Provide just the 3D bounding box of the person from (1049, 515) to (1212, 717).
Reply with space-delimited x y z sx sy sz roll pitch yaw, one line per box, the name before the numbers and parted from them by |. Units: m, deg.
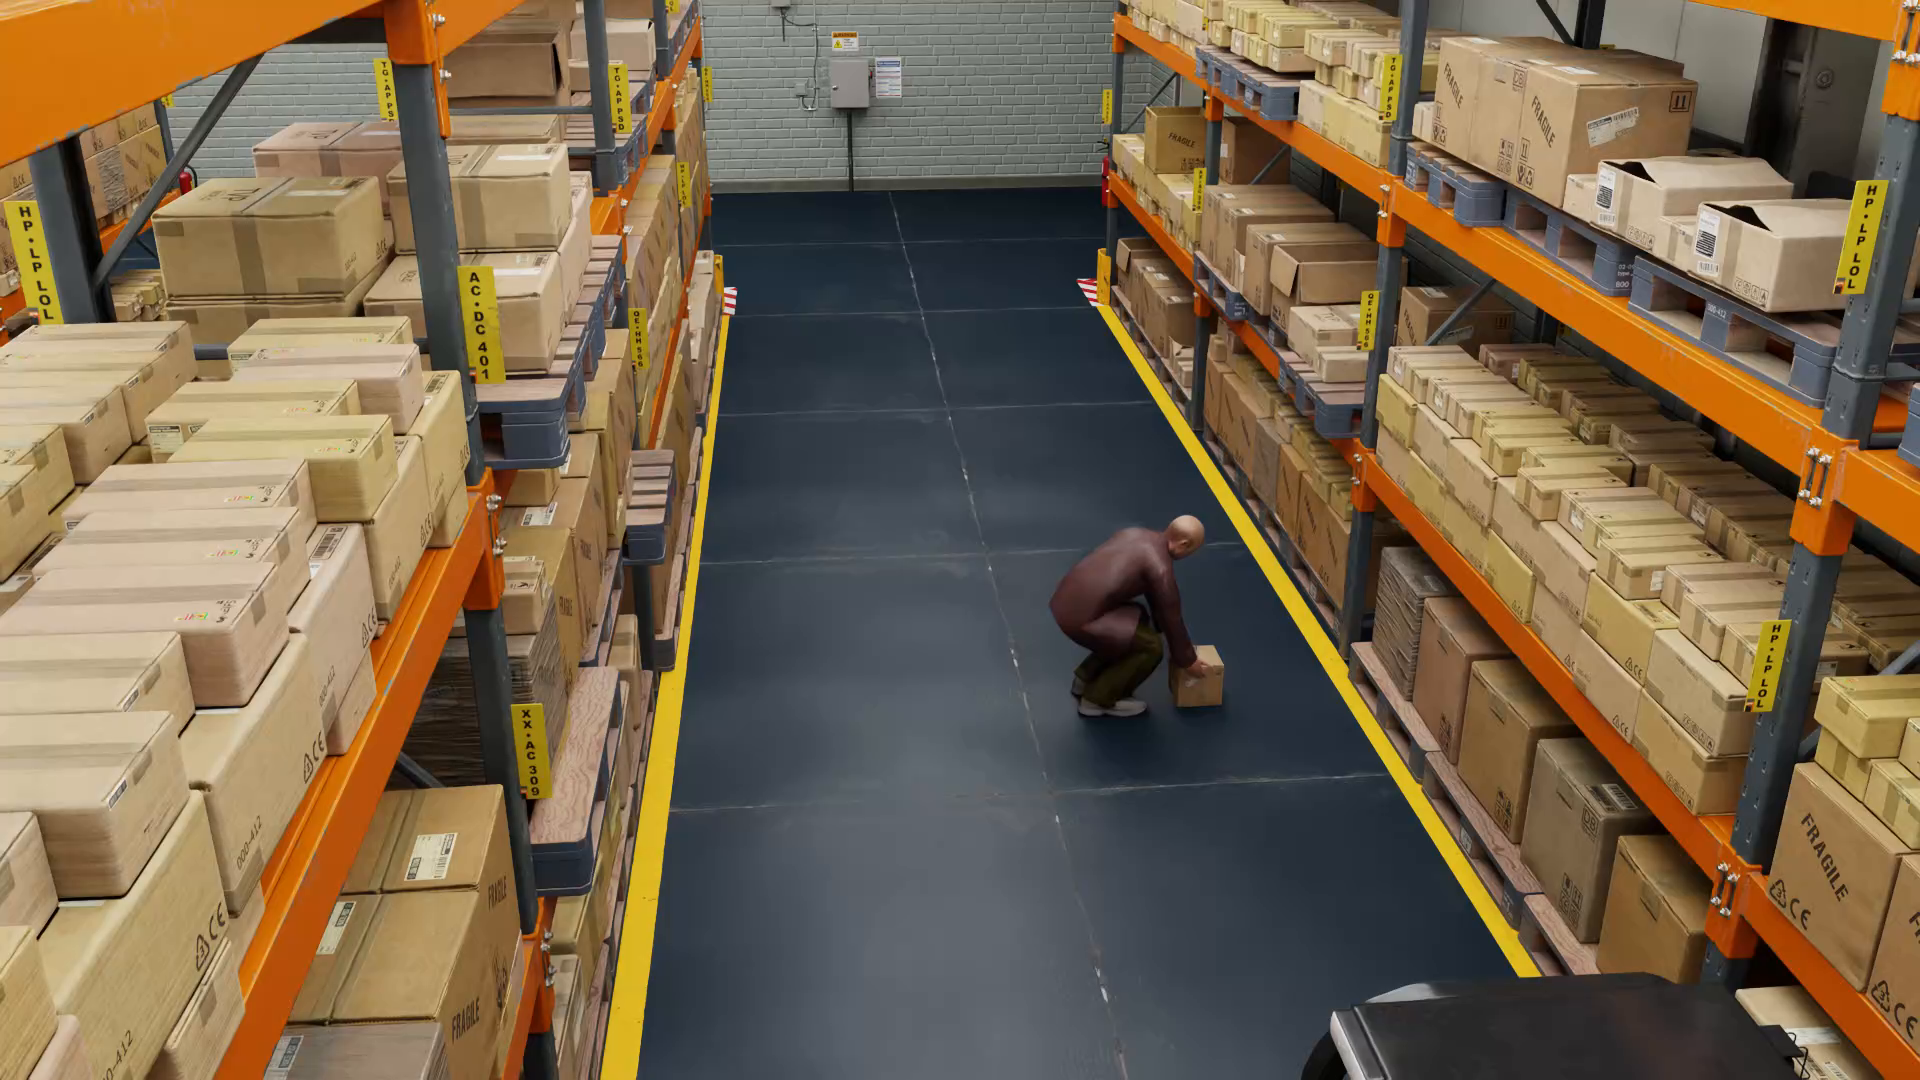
person | 0.921 0.433 9.115 0.875 0.986 0.615 -2 24 -5
